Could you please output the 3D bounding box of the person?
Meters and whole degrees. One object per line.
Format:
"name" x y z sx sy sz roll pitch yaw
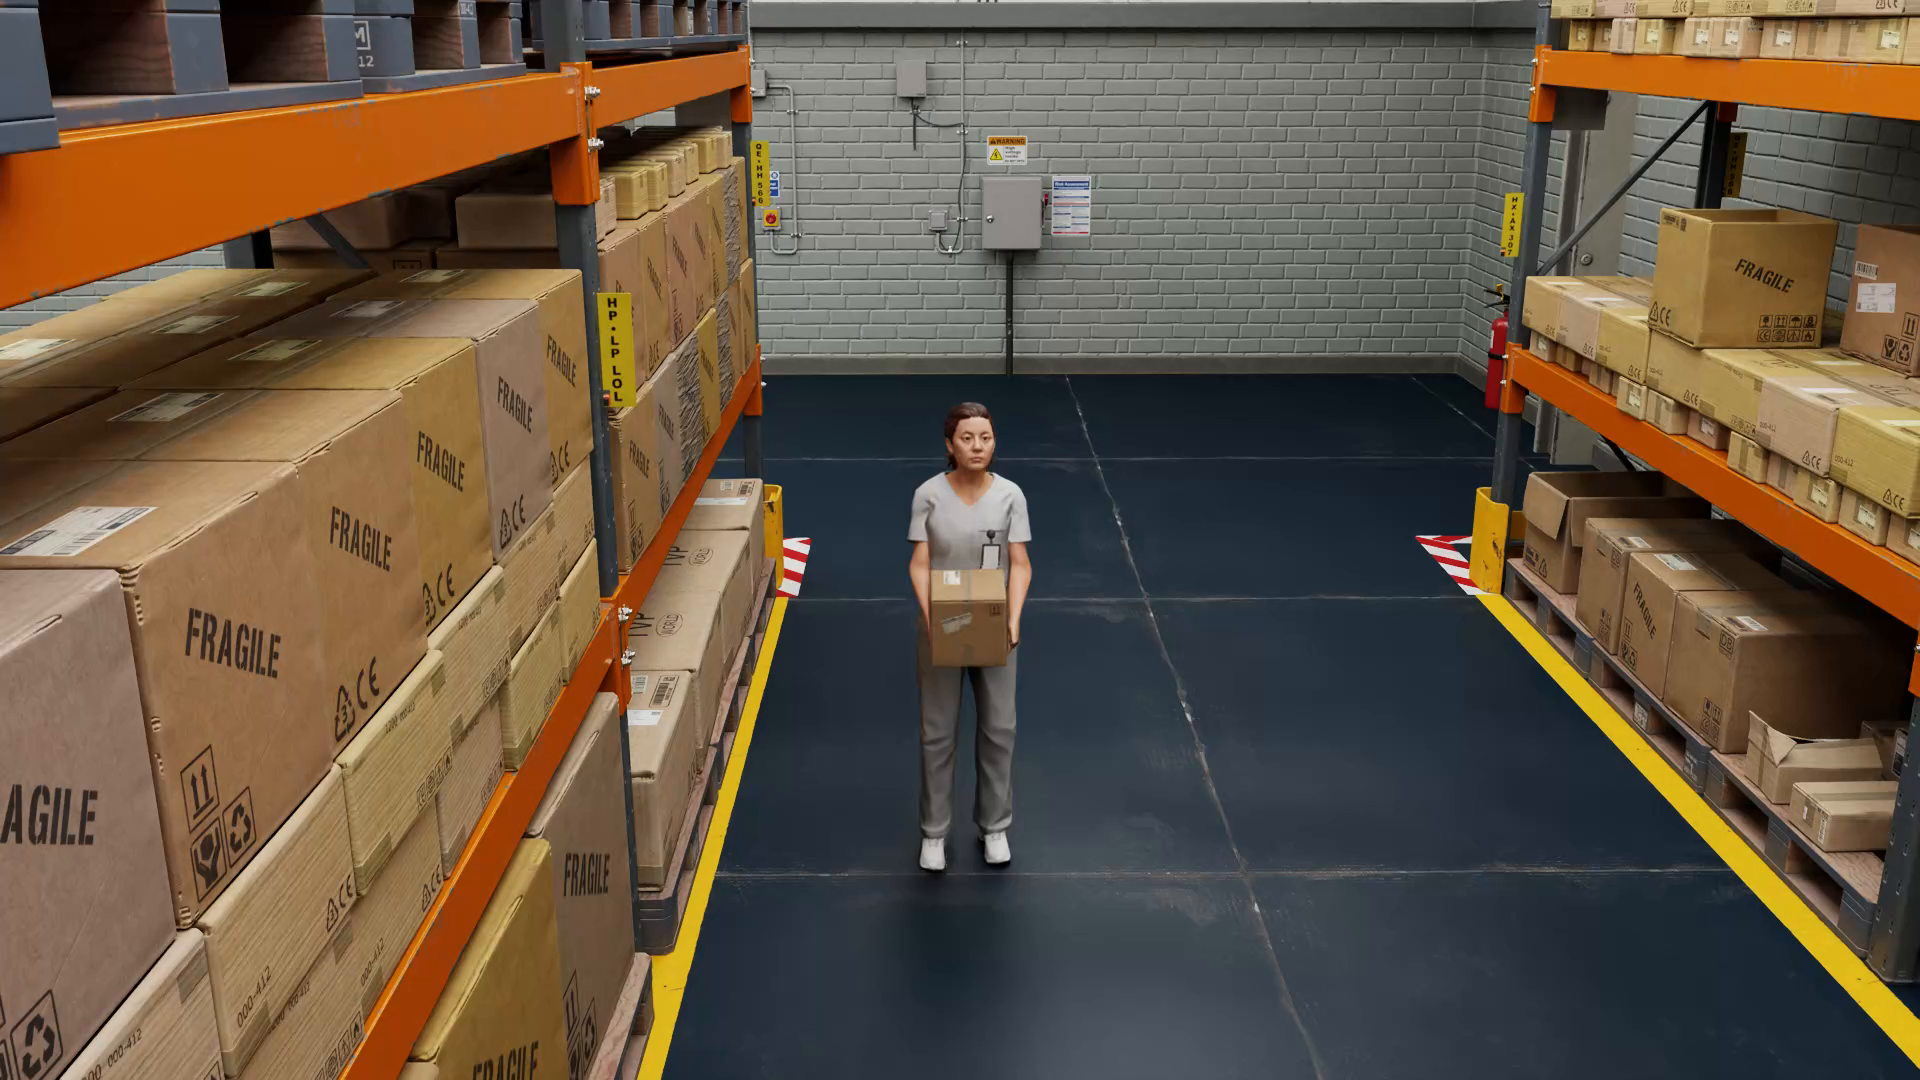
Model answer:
"person" 0.038 0.354 5.907 0.444 1.671 0.547 -2 17 -5
